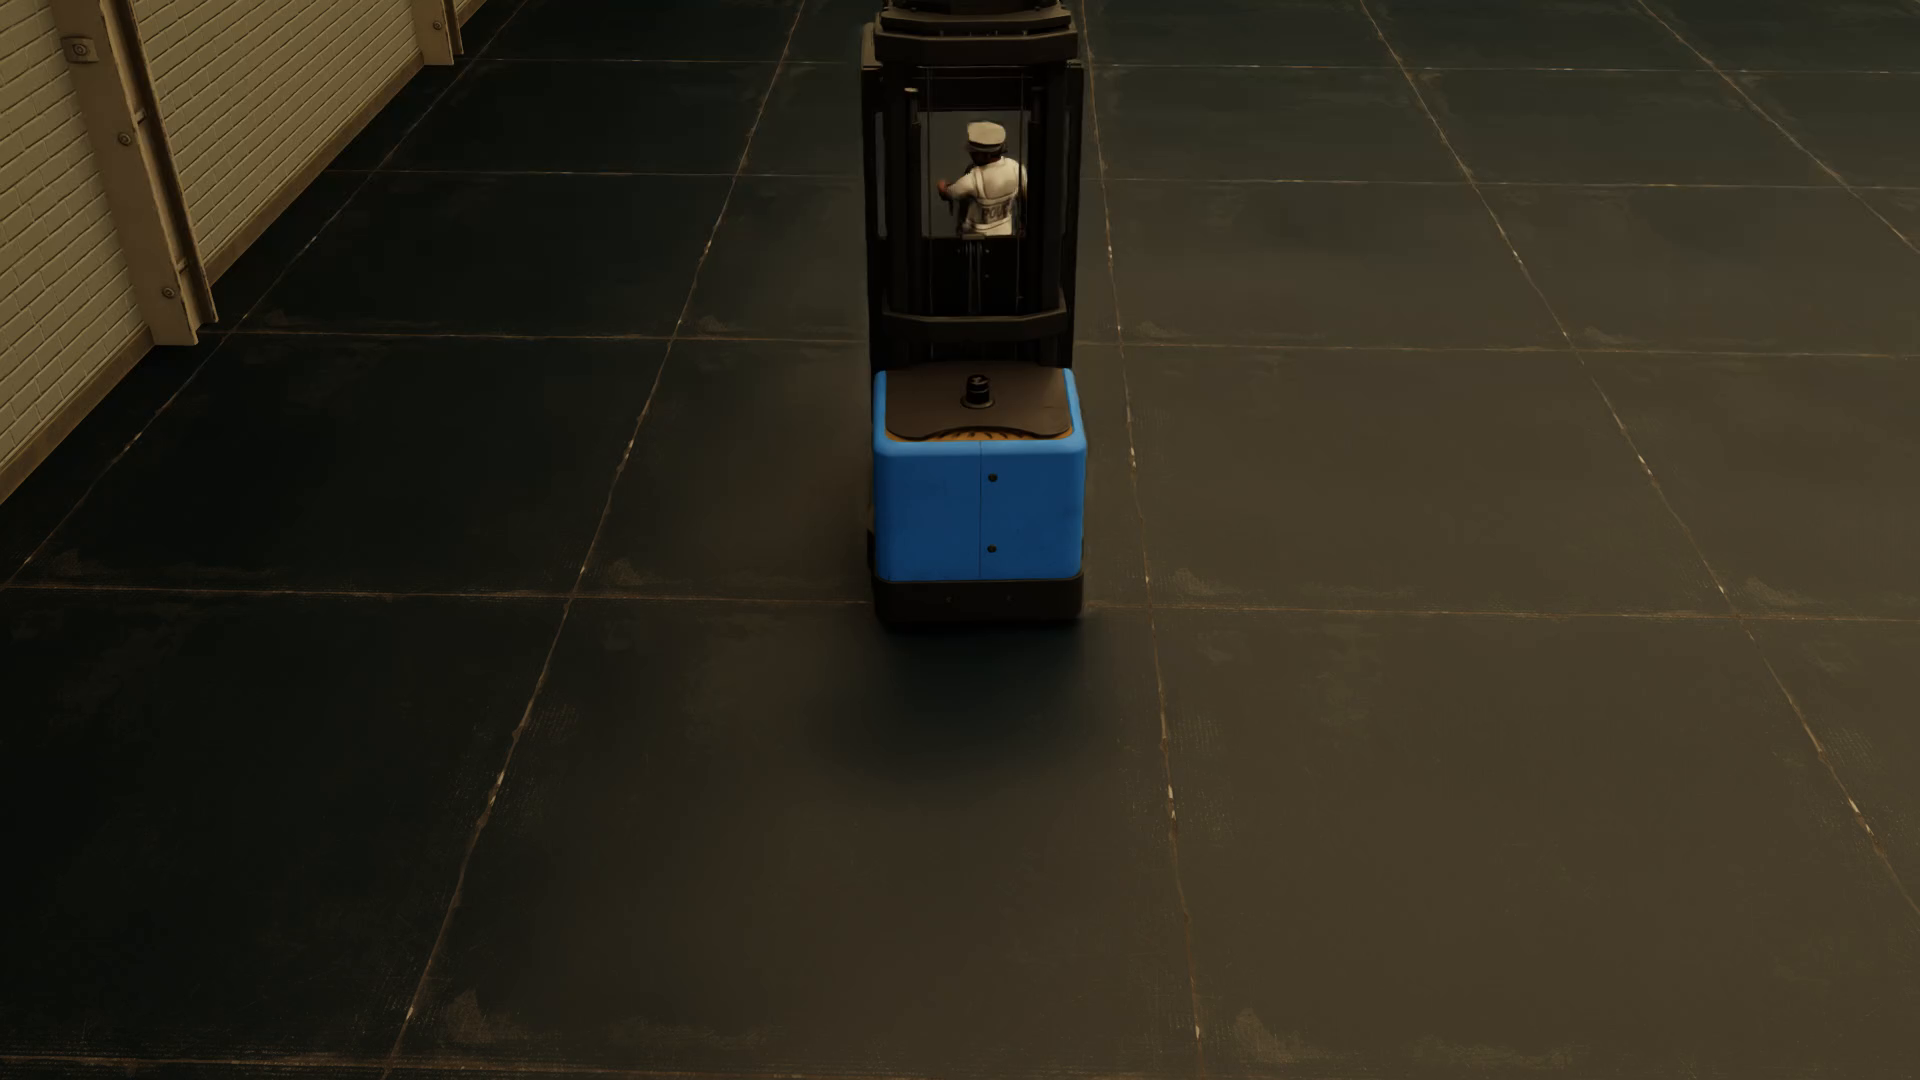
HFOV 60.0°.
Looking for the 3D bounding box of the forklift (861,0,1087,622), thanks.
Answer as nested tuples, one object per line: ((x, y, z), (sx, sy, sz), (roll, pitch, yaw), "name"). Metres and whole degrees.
((0.052, -1.590, 8.850), (1.130, 2.935, 3.031), (-1, 33, -1), "forklift")

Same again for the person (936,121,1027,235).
((0.144, -1.969, 10.677), (0.801, 1.541, 0.792), (25, 41, 33), "person")
